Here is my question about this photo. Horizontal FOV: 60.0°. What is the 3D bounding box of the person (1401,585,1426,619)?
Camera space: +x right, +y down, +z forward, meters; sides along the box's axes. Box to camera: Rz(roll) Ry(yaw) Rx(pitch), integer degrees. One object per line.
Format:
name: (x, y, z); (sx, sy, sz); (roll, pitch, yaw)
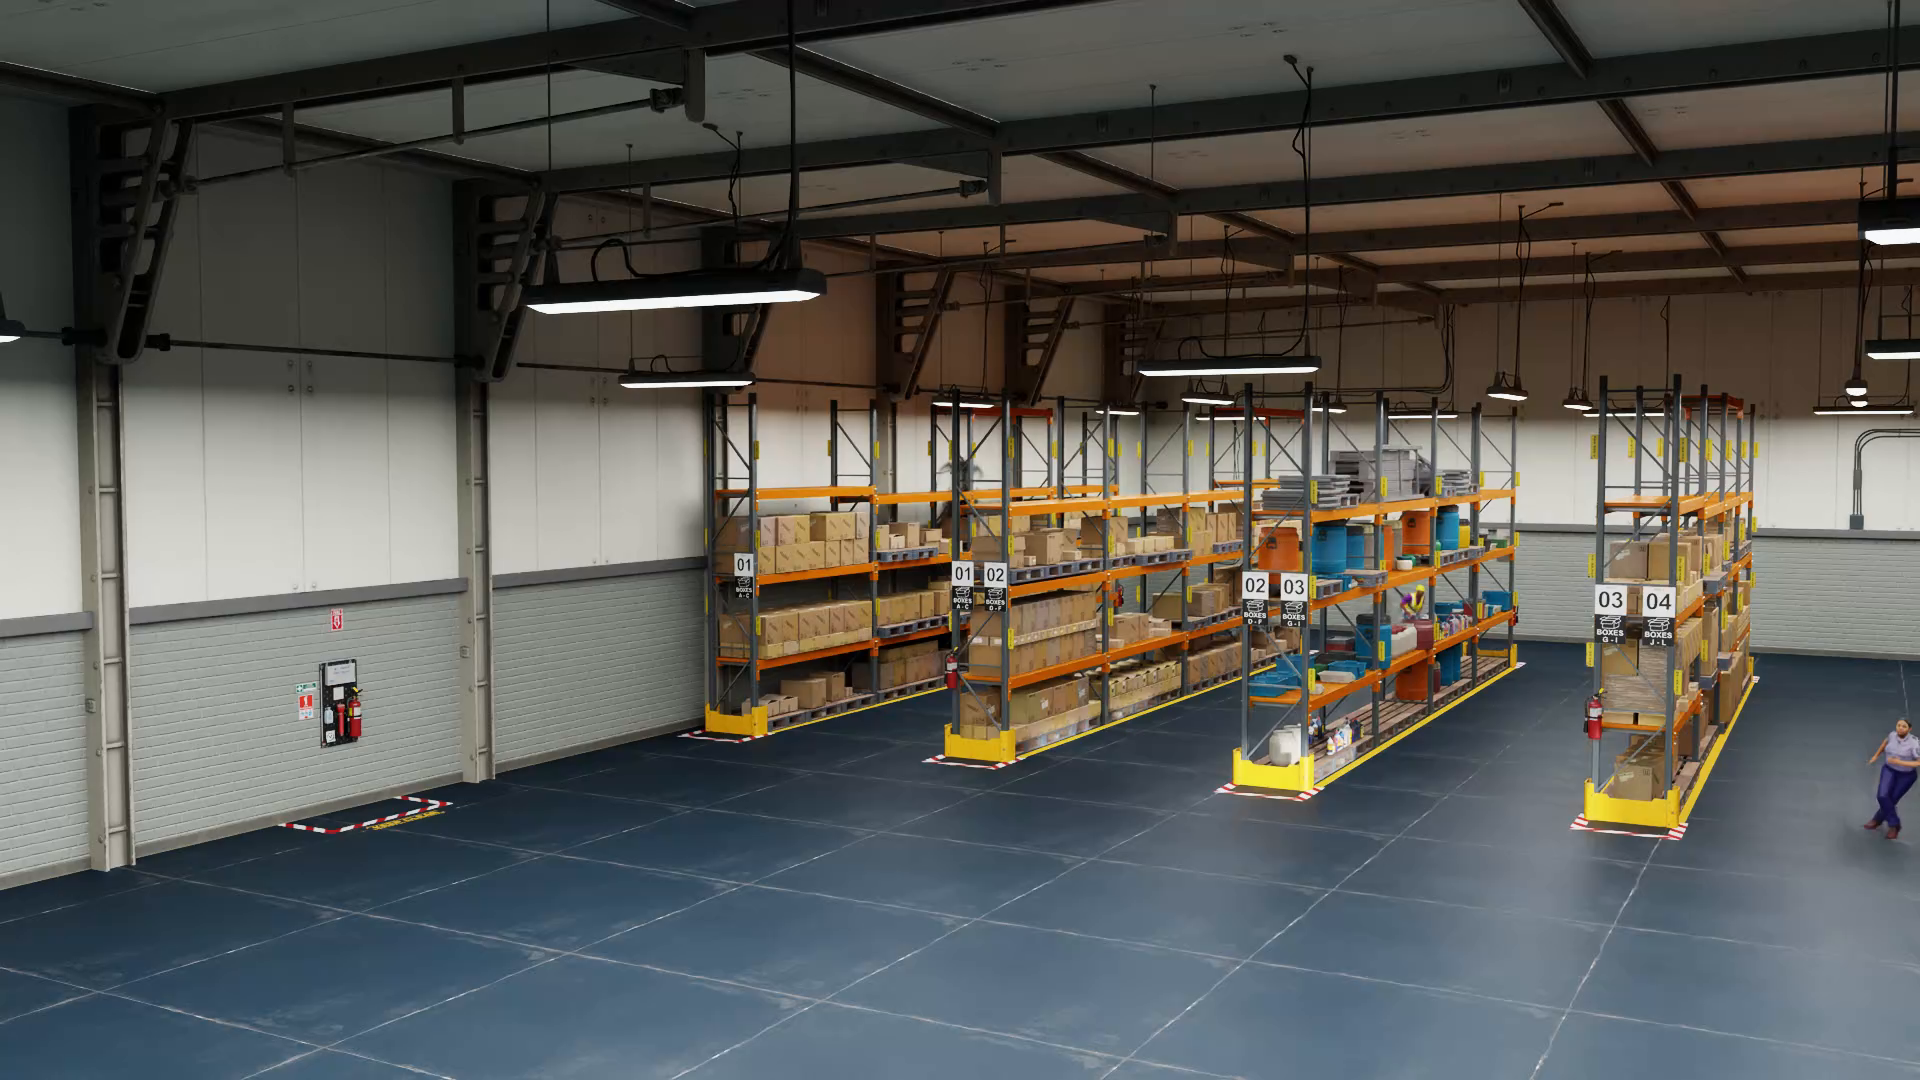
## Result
person: (11.503, 1.922, 42.520); (0.686, 1.578, 1.010); (-2, 4, -33)

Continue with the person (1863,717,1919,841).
person: (12.085, 3.060, 21.497); (0.744, 1.577, 0.666); (3, 4, 41)

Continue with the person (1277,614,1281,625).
person: (8.207, 1.866, 42.322); (0.779, 1.705, 0.609); (-2, 4, -29)
